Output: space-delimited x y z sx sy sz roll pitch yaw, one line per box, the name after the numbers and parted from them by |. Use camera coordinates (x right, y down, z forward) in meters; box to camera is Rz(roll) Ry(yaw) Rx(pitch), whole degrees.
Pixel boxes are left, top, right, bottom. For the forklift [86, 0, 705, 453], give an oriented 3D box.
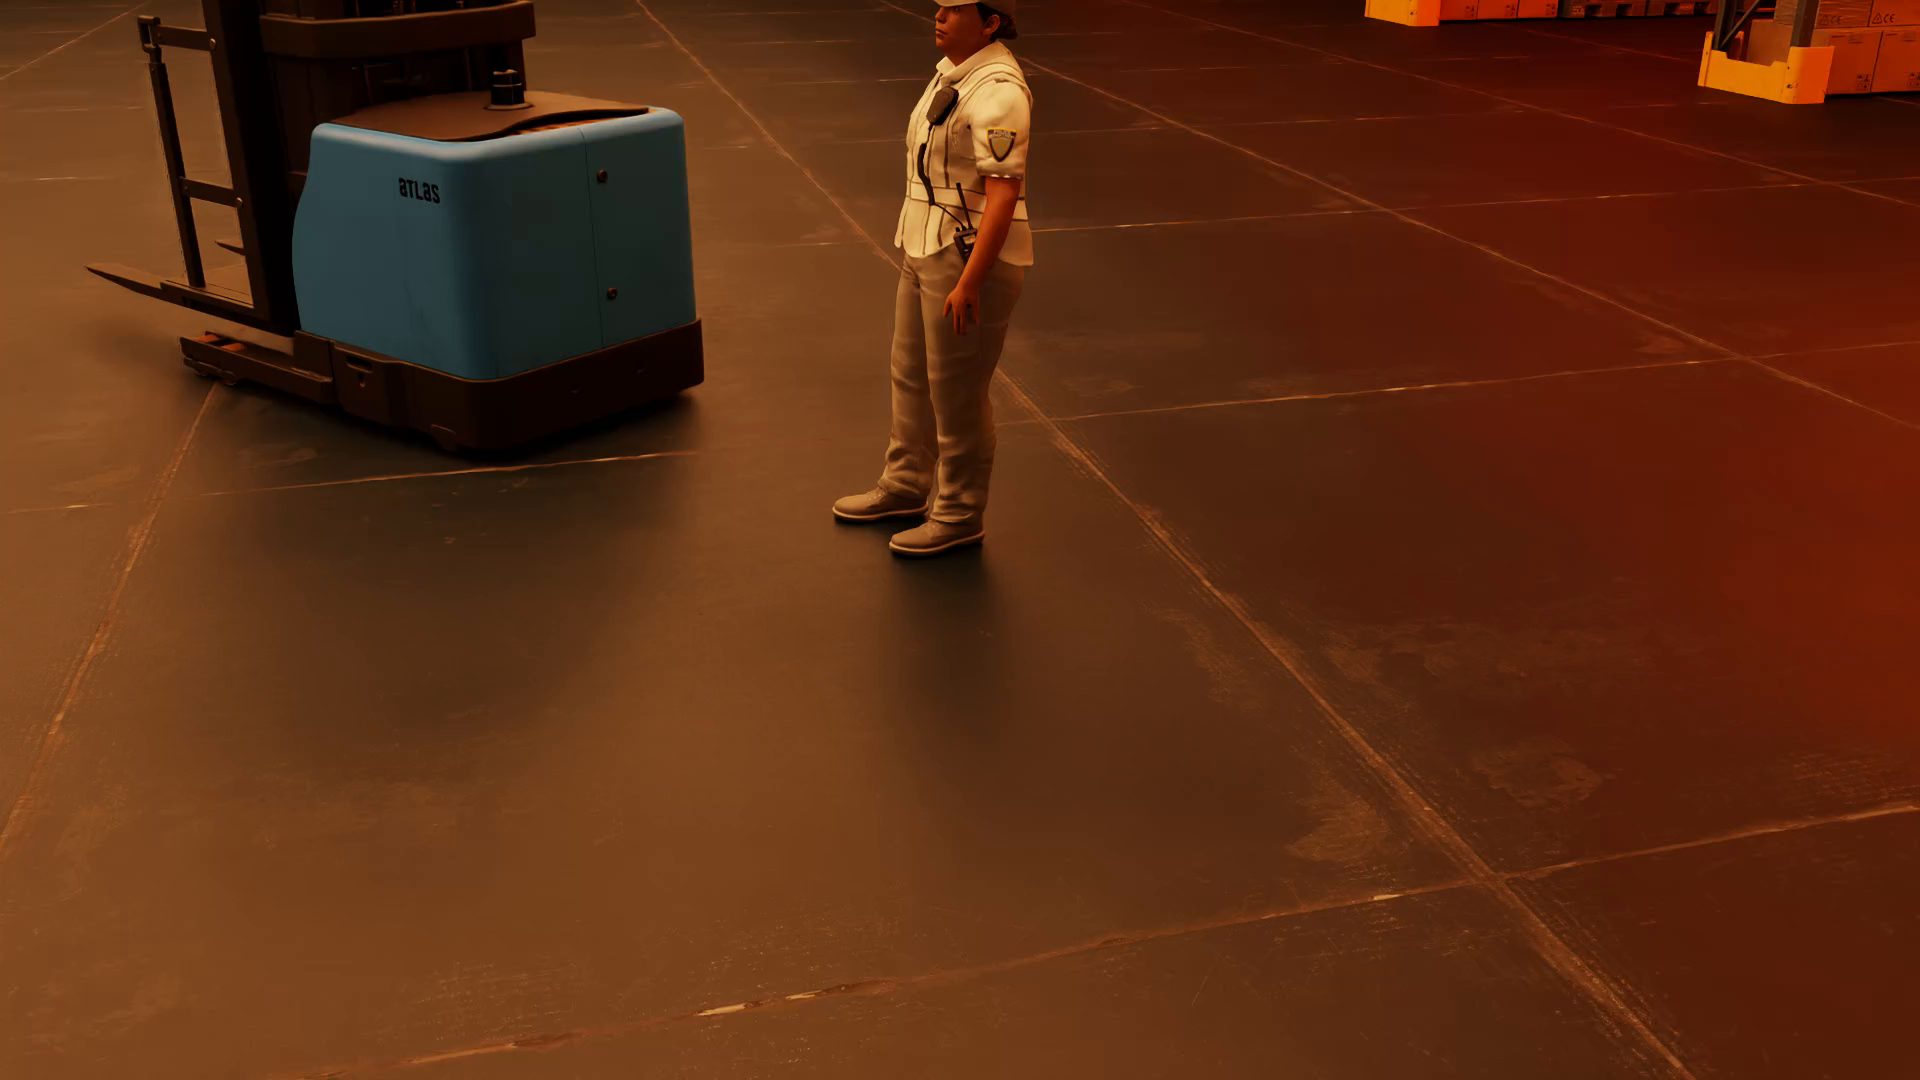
-2.443 -2.092 6.224 3.031 2.935 1.130 17 28 34 | forklift

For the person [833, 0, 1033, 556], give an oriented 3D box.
-0.080 -0.775 4.725 0.529 1.670 0.598 -6 24 -14 | person
